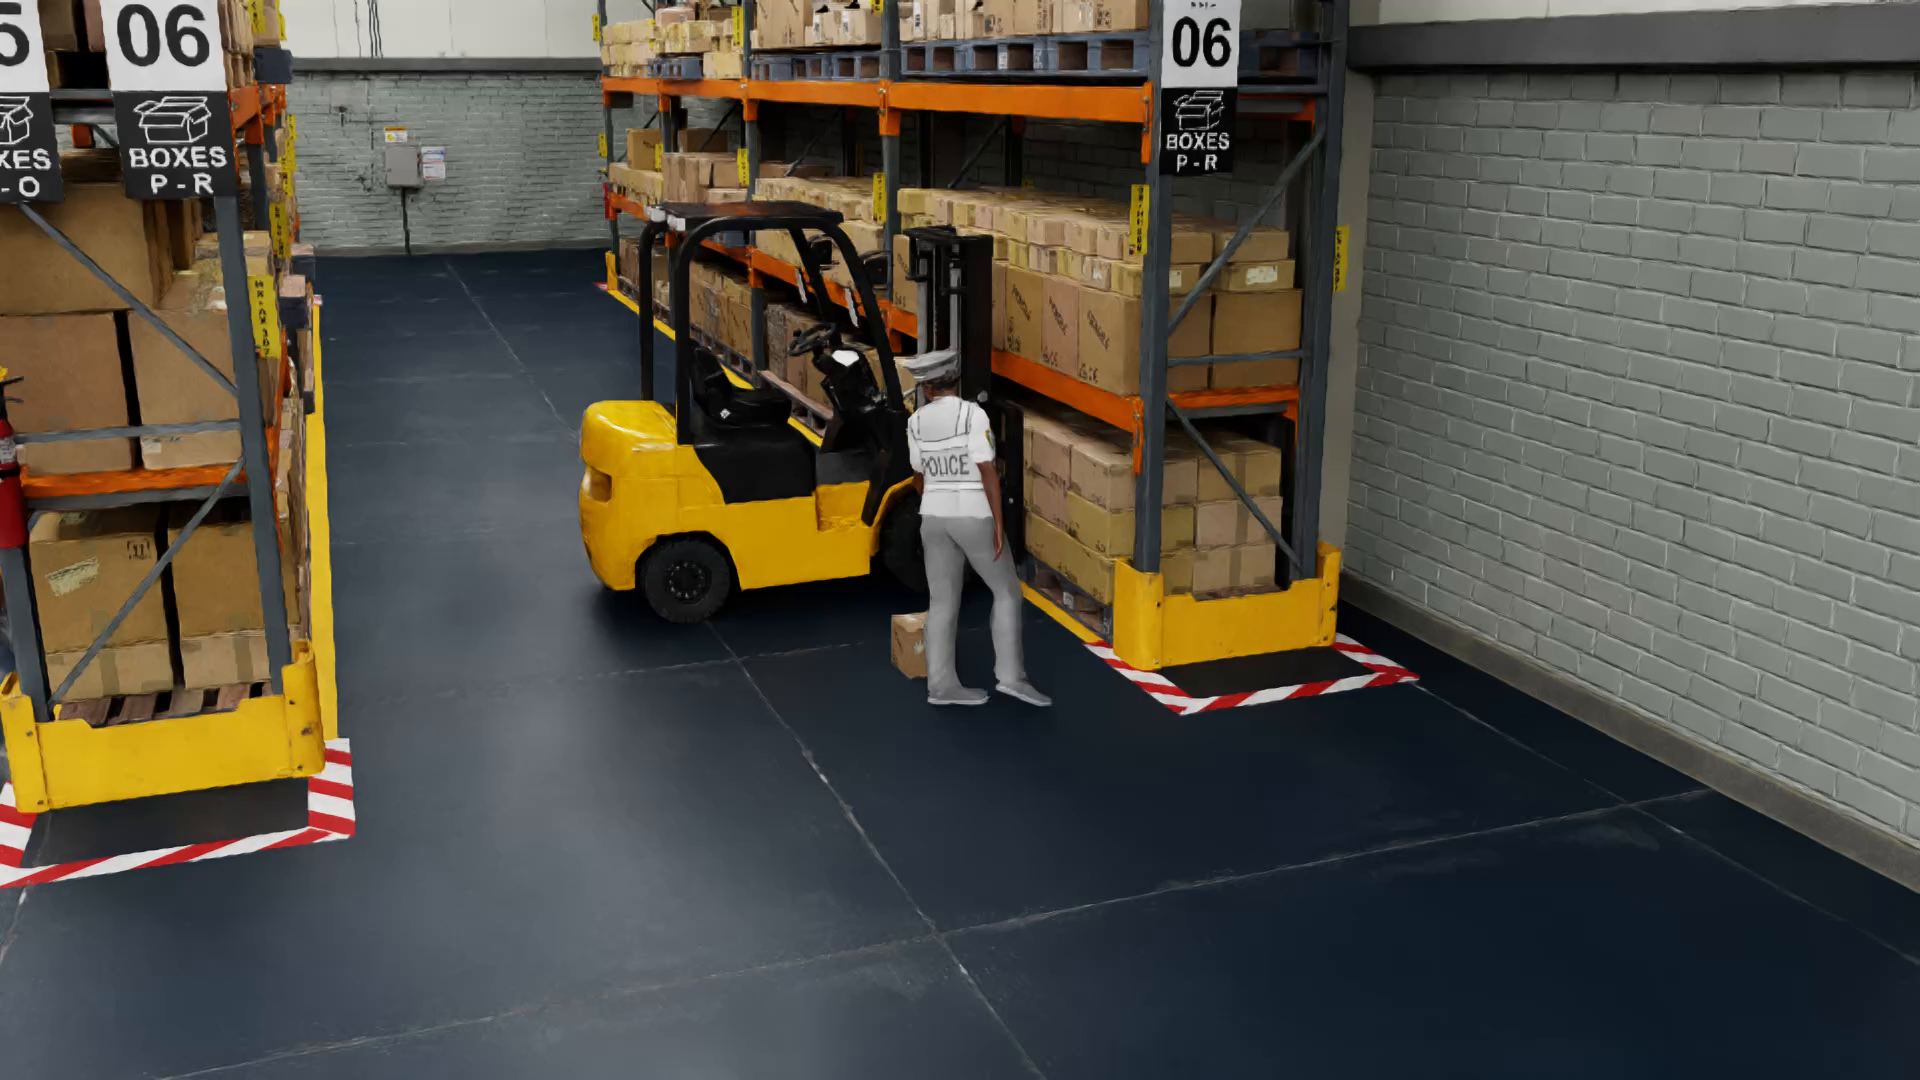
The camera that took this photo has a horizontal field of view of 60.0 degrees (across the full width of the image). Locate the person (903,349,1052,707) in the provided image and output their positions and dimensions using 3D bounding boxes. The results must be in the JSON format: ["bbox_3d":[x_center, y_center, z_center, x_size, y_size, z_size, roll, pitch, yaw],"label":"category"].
[{"bbox_3d":[0.056,-0.028,7.700,0.733,1.665,0.414,11,19,34],"label":"person"}]
